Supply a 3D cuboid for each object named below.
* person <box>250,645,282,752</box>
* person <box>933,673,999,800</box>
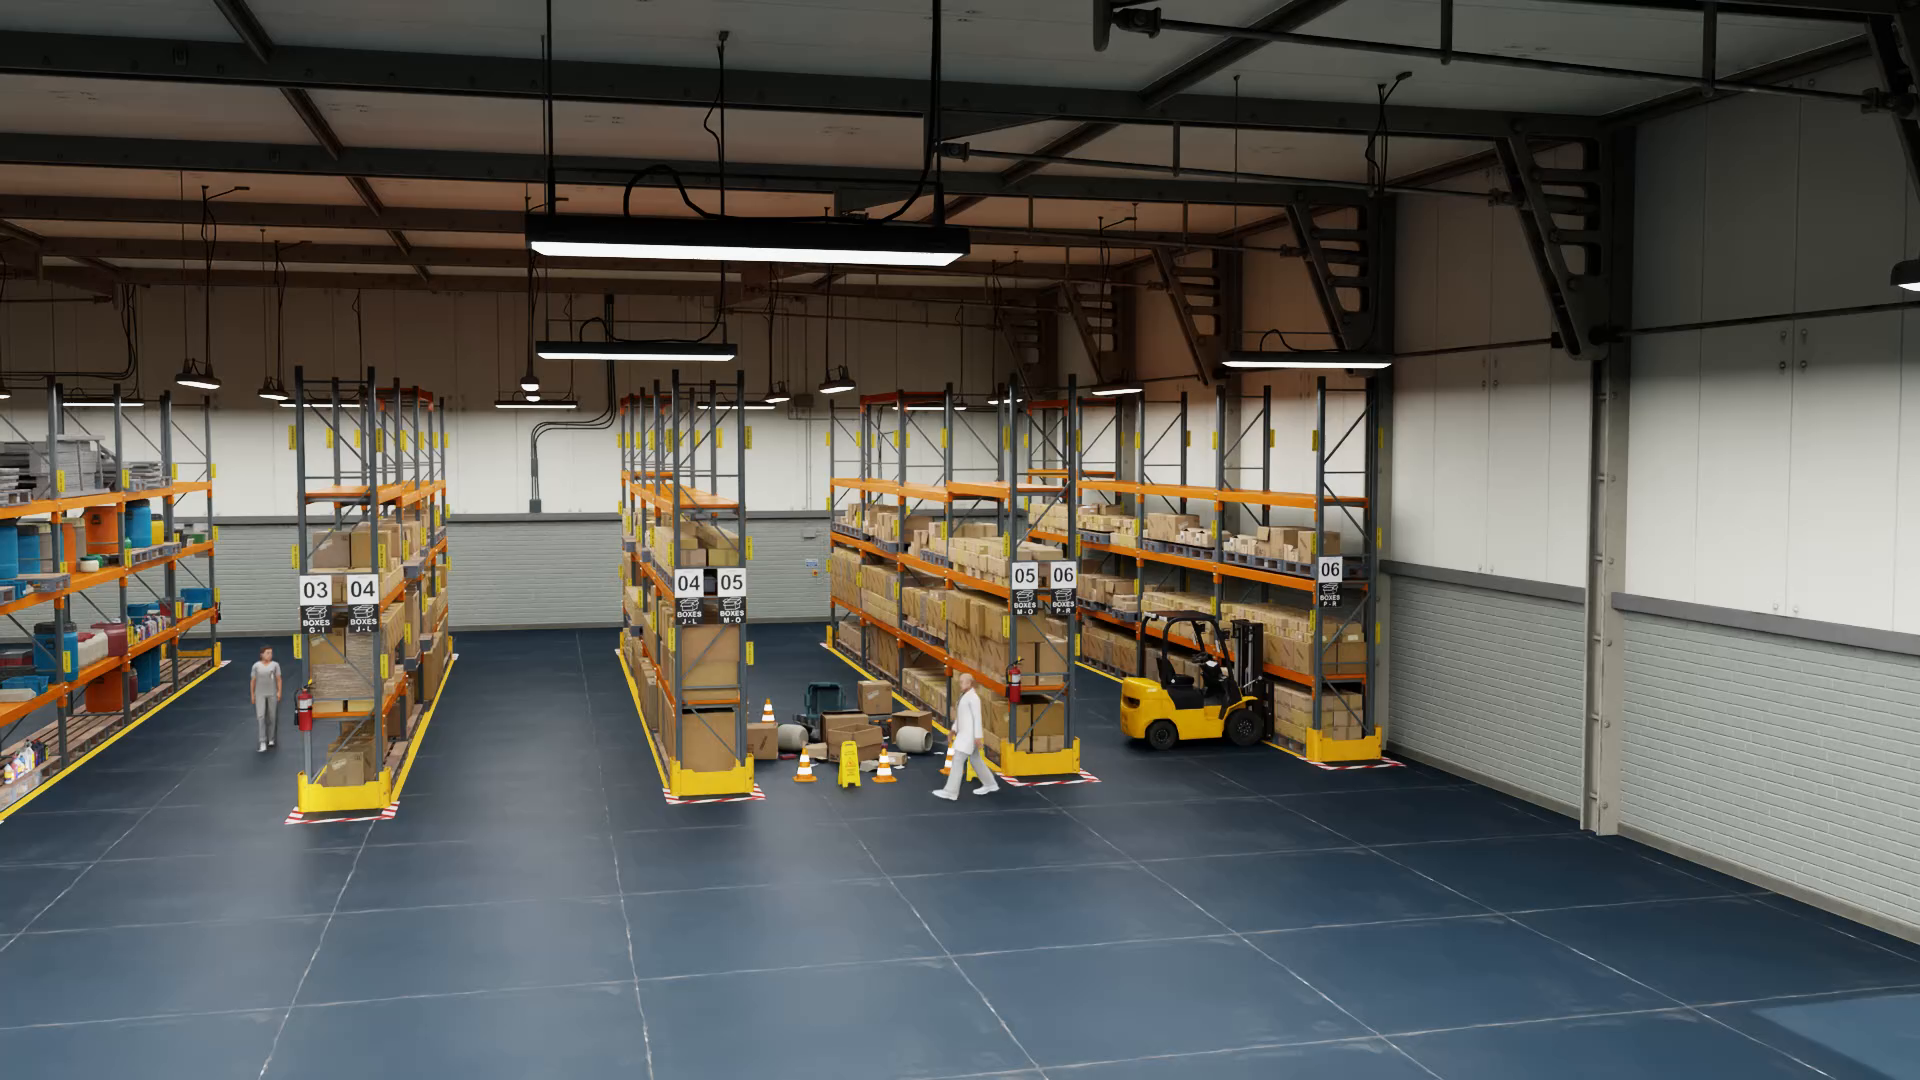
[{"bbox_3d":[-11.280,2.570,27.091,0.468,1.666,0.745,-2,4,-29],"label":"person"},{"bbox_3d":[0.082,2.739,23.328,0.978,1.756,0.567,0,3,-8],"label":"person"}]
